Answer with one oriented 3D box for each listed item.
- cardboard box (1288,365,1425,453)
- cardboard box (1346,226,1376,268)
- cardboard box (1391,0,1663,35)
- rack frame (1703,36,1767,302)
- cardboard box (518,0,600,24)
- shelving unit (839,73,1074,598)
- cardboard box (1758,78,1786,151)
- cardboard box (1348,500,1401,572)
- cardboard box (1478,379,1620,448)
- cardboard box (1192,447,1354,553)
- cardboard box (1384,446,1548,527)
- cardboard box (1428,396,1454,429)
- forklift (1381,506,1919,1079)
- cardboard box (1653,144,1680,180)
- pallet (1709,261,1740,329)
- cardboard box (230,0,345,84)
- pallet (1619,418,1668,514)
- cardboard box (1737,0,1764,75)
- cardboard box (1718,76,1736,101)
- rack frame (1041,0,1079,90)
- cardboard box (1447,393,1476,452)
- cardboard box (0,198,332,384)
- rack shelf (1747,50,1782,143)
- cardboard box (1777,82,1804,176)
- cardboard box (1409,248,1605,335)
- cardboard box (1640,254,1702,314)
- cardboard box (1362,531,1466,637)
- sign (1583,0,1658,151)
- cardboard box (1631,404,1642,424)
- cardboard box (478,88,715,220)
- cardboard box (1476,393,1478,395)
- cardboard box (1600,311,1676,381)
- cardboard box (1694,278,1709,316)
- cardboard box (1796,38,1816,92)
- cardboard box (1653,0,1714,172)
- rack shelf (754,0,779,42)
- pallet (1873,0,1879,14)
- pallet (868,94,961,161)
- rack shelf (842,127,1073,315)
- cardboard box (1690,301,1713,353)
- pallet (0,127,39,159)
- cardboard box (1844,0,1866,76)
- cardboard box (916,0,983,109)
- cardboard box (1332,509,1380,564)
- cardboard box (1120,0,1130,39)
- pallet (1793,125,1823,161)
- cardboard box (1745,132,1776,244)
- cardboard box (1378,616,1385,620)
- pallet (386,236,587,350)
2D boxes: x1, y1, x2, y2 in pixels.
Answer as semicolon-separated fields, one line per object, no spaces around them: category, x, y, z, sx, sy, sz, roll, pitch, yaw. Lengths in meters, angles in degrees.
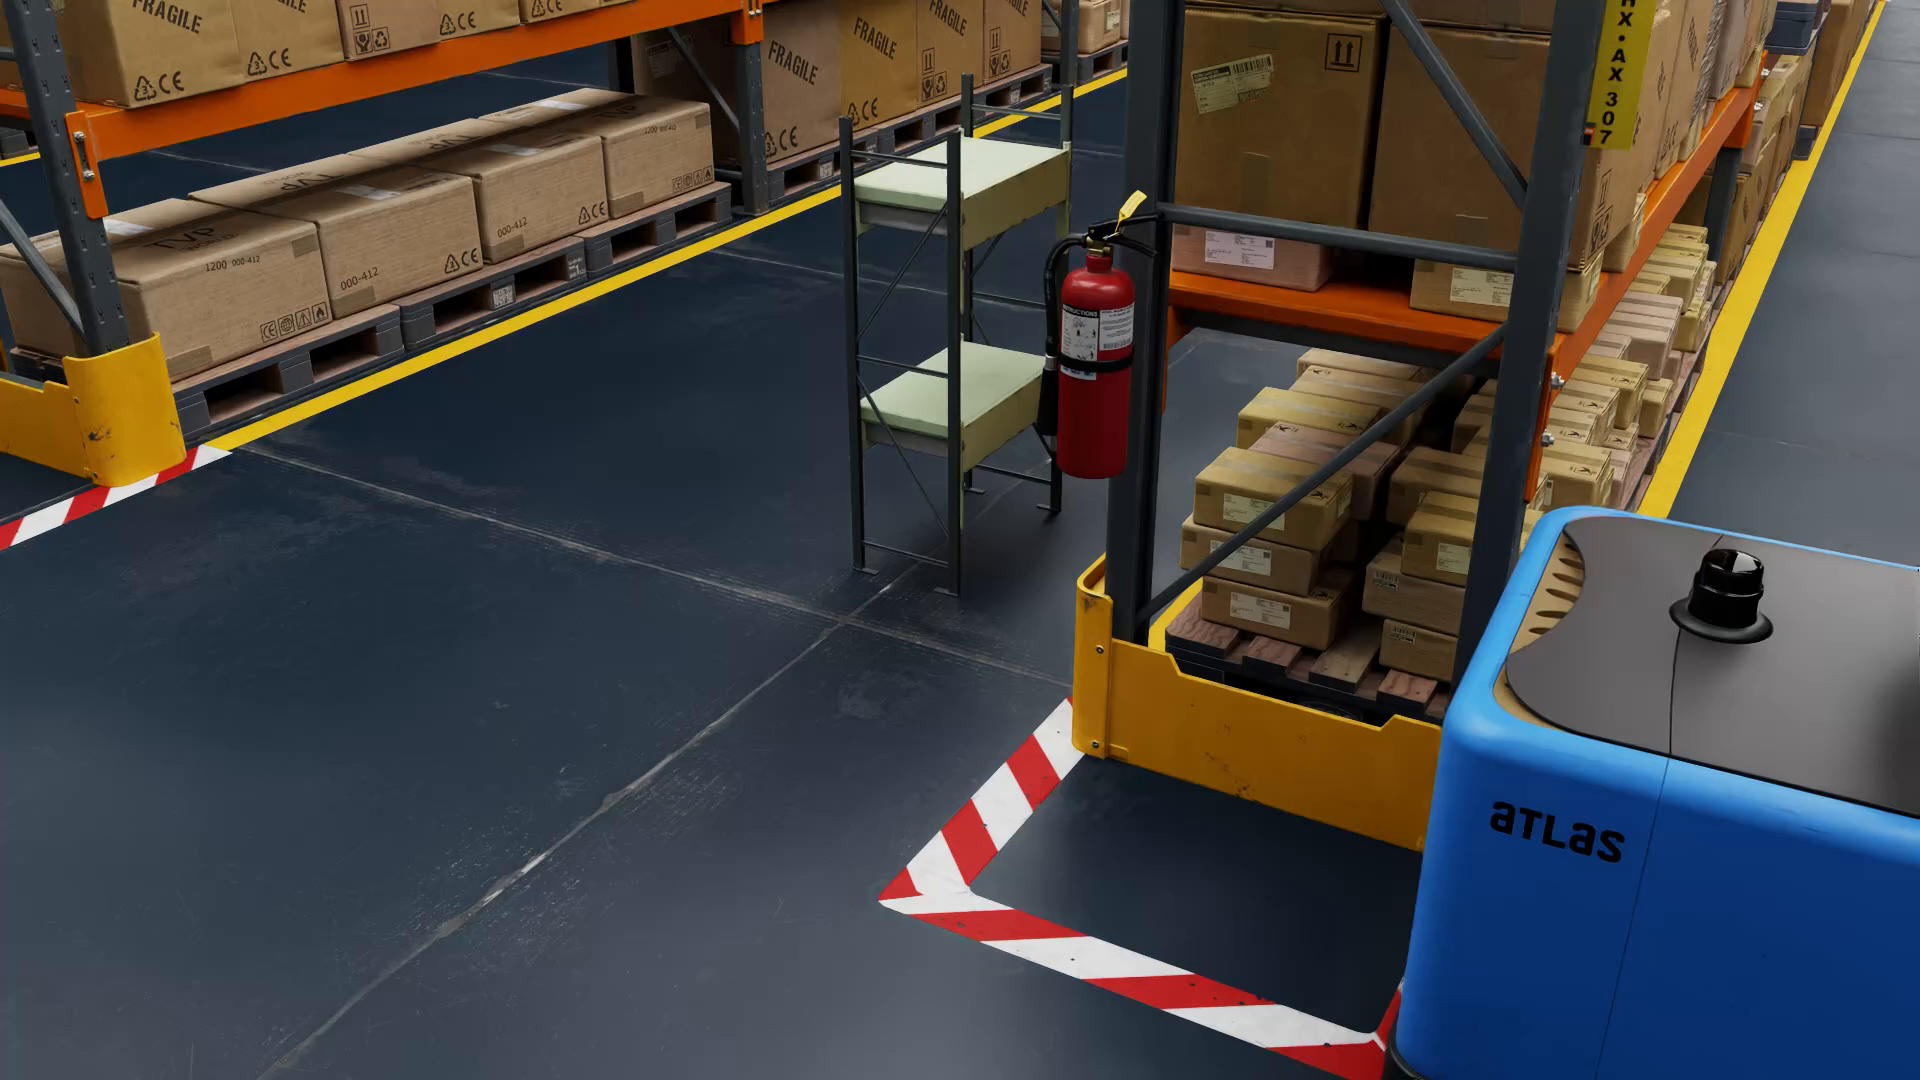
cardboard box;1.255;-0.420;5.288;0.380;0.149;0.250;13;29;24
cardboard box;0.912;-0.843;4.363;0.380;0.149;0.250;14;30;26
cardboard box;1.294;-1.419;3.672;0.500;0.500;0.500;14;30;26
rack frame;2.810;-2.236;6.866;1.000;3.000;0.127;14;30;26
cardboard box;-2.038;-2.694;7.668;0.500;0.500;0.500;14;30;25
shelving unit;0.003;-0.673;5.419;0.431;1.500;0.755;14;30;26
cardboard box;3.663;-2.079;8.039;0.500;0.250;0.500;15;30;27
cardboard box;1.163;-0.048;5.210;0.380;0.149;0.250;14;30;26
cardboard box;1.857;-0.410;5.270;0.380;0.149;0.250;15;30;28
cardboard box;0.882;-0.118;4.687;0.380;0.149;0.250;15;30;27
cardboard box;1.427;-0.120;4.689;0.380;0.149;0.250;15;30;27
cardboard box;1.493;-0.495;5.772;0.380;0.149;0.250;16;31;29
forklift;2.358;0.053;2.370;3.031;2.935;1.130;13;29;24
cardboard box;2.010;-1.238;5.153;0.380;0.149;0.250;15;30;28
pallet;3.192;-1.293;8.097;1.003;0.211;1.213;14;30;26
cardboard box;-2.806;-2.100;6.482;0.500;0.500;0.500;14;30;25
pallet;1.911;-0.242;5.998;1.003;0.211;1.213;14;30;26
cardboard box;2.562;-1.961;5.873;0.500;0.500;0.500;13;30;25
cardboard box;2.658;-1.746;6.167;0.380;0.149;0.250;15;30;28
rack frame;0.419;-4.846;12.079;1.000;3.000;0.127;14;30;26
cardboard box;1.686;-0.444;6.002;0.380;0.149;0.250;15;30;28
cardboard box;-3.279;-1.049;6.888;0.875;0.438;0.875;13;29;24
rack shelf;3.794;-2.694;8.584;1.077;0.370;4.000;14;30;26
cardboard box;4.423;-2.349;9.416;0.500;0.500;0.500;16;31;28
cardboard box;1.287;-0.619;3.916;0.380;0.149;0.250;14;30;26
cardboard box;2.654;-1.012;6.472;0.380;0.149;0.250;14;30;26
cardboard box;1.324;0.129;4.525;0.380;0.149;0.250;16;31;28
sign;1.315;-0.945;3.320;0.100;0.325;0.005;14;30;26
cardboard box;2.218;-0.431;5.976;0.380;0.149;0.250;15;30;27
cardboard box;-1.952;-2.108;9.003;0.875;0.438;0.875;14;30;25
cardboard box;1.917;-0.395;5.572;0.380;0.149;0.250;16;31;29
cardboard box;2.284;-0.695;5.838;0.380;0.149;0.250;13;29;24
cardboard box;2.810;-0.981;6.742;0.380;0.149;0.250;13;29;24
cardboard box;4.431;-2.677;9.232;0.500;0.250;0.500;15;30;27
cardboard box;1.797;-1.371;4.695;0.500;0.500;0.500;15;30;27
rack shelf;-0.565;-3.745;10.683;1.077;0.370;4.000;14;30;26
pallet;8.388;-5.337;16.176;1.003;0.211;1.213;14;30;26
pallet;-0.636;-2.834;11.177;1.003;0.211;1.213;14;30;26
rack shelf;0.003;-1.022;5.245;0.431;0.370;0.720;14;30;26
cardboard box;2.914;-0.921;6.955;0.380;0.149;0.250;15;30;27
pallet;-6.211;-2.864;11.236;1.003;0.211;1.213;14;30;26
cardboard box;6.041;-3.899;12.232;1.050;0.750;0.750;14;30;26
cardboard box;-0.436;-3.486;11.267;0.875;0.875;0.875;15;30;27
cardboard box;1.029;-0.082;4.946;0.380;0.149;0.250;13;30;25
cardboard box;1.061;-4.366;13.587;0.950;0.372;0.625;14;30;25
pallet;5.231;-2.839;11.185;1.003;0.211;1.213;14;30;26
cardboard box;3.663;-1.742;8.203;0.500;0.500;0.500;16;31;28
cardboard box;1.436;0.156;4.803;0.380;0.149;0.250;14;30;26
pallet;-2.591;-1.283;8.078;1.003;0.211;1.213;14;30;26
